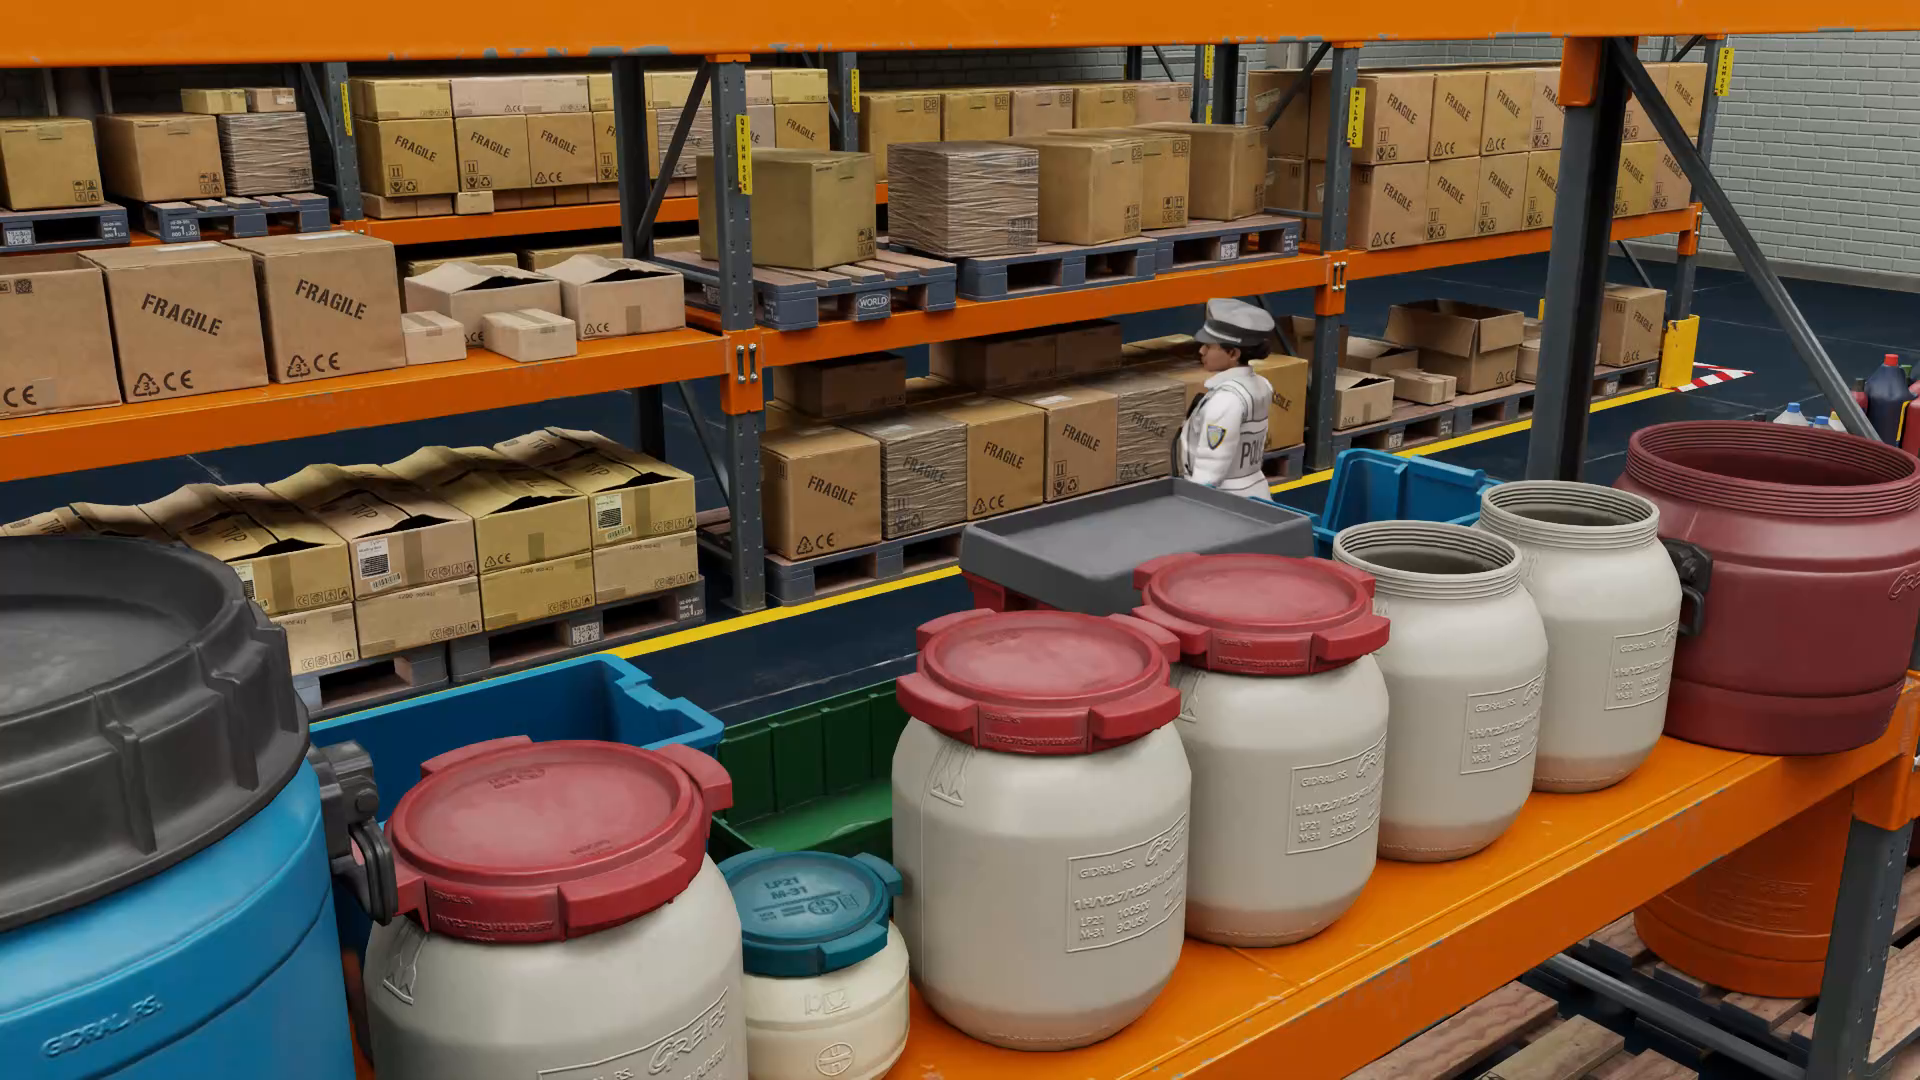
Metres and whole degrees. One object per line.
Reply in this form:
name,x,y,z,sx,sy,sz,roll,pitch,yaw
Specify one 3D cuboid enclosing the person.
person,0.920,-0.038,6.060,0.432,1.686,0.533,9,20,27
